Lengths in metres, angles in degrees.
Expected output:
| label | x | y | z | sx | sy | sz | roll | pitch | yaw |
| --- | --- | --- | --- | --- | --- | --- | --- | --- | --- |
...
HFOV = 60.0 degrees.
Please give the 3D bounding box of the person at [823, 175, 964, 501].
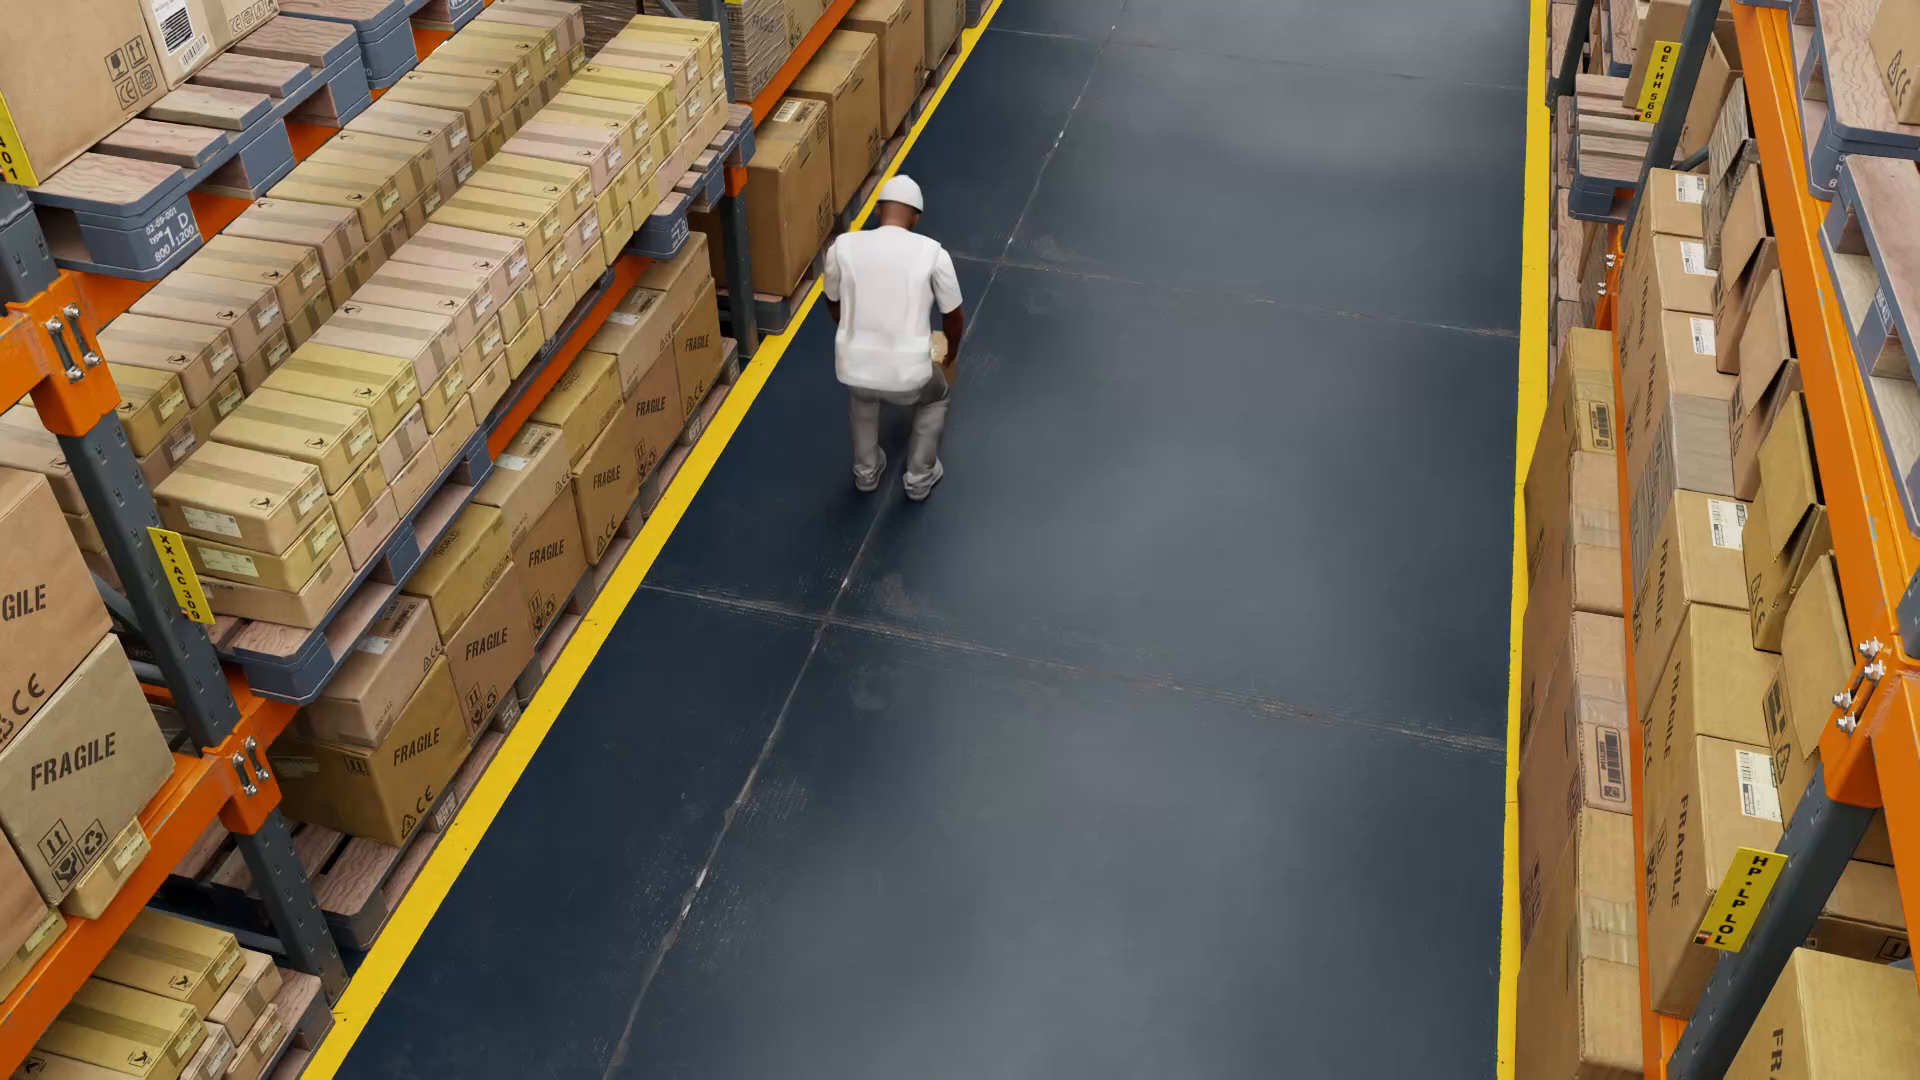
| label | x | y | z | sx | sy | sz | roll | pitch | yaw |
| --- | --- | --- | --- | --- | --- | --- | --- | --- | --- |
| person | -0.320 | -0.865 | 7.420 | 0.632 | 1.405 | 0.762 | 10 | 42 | 11 |
